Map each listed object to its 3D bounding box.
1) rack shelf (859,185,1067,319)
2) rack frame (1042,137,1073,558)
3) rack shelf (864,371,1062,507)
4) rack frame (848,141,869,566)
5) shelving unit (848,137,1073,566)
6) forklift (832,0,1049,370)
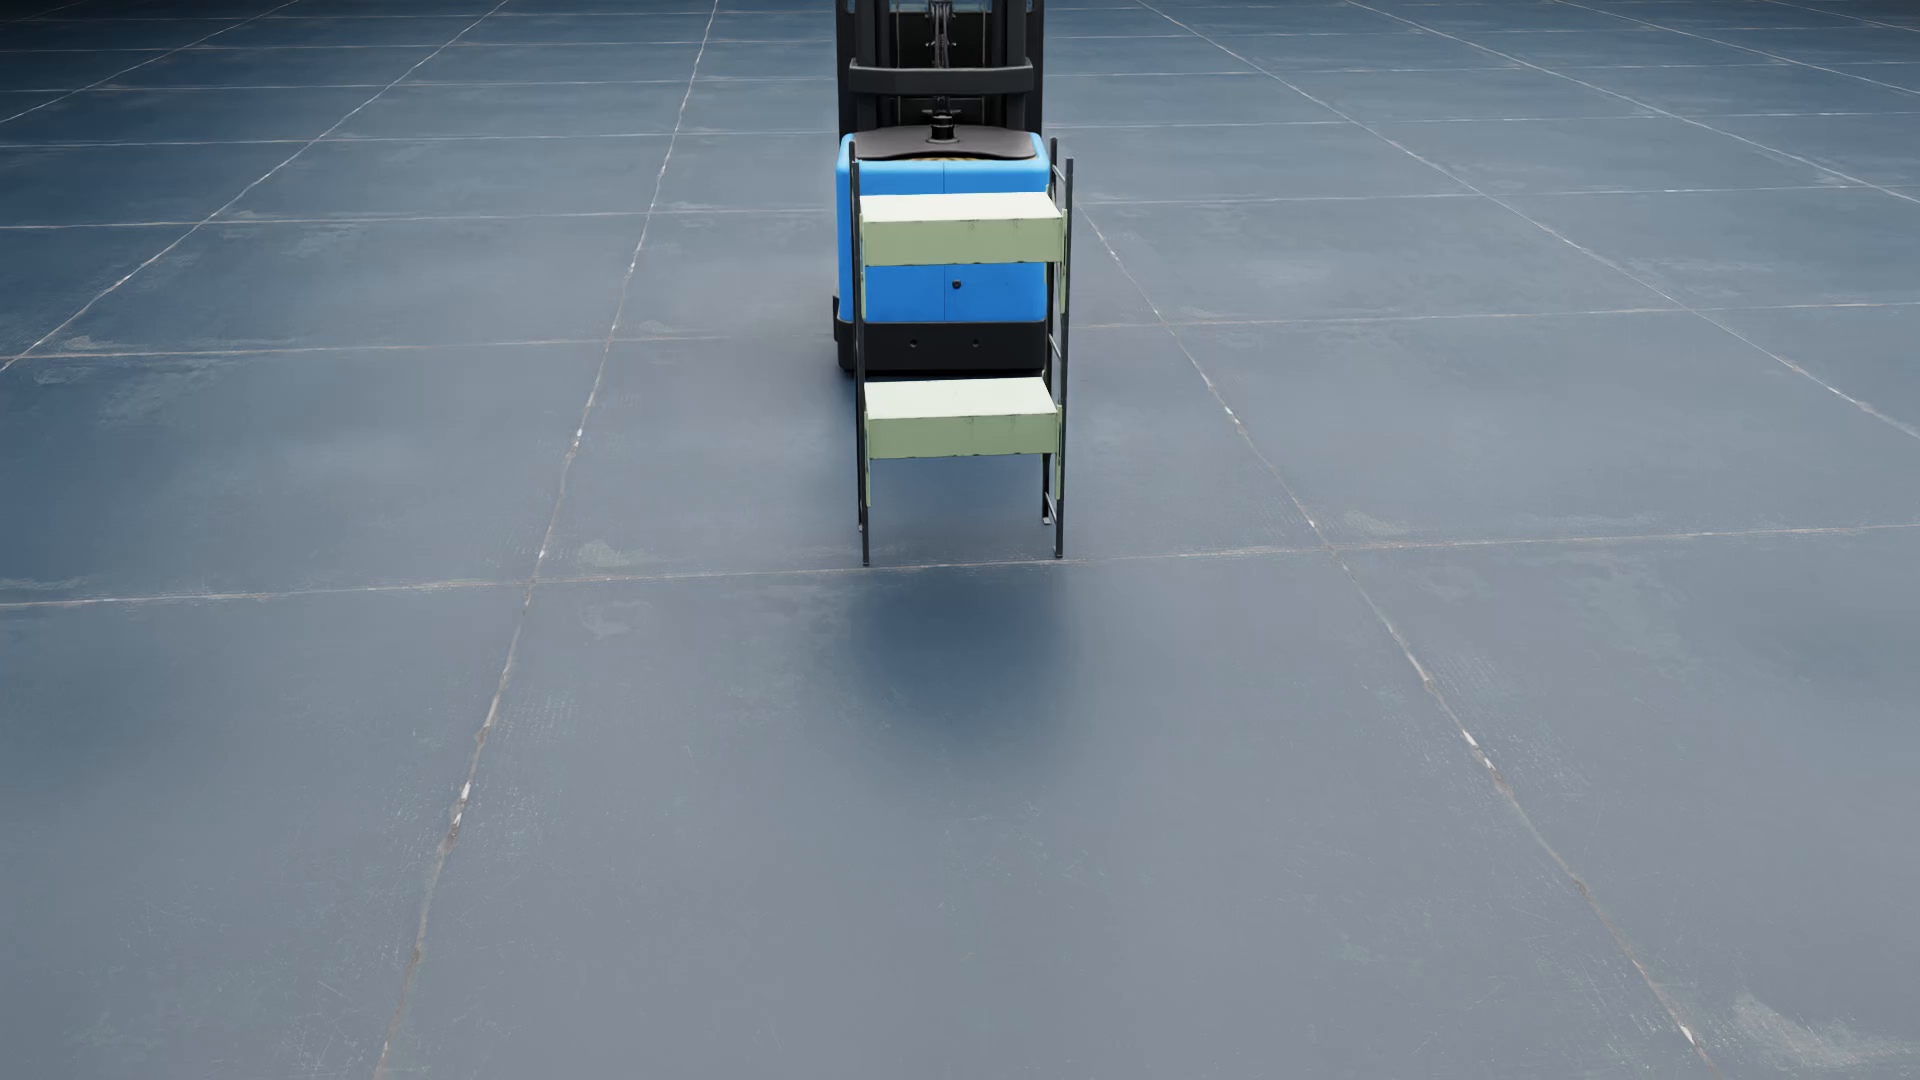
[{"bbox_3d":[-0.007,-1.042,5.979,0.720,0.370,0.431,-2,24,-5],"label":"rack shelf"},{"bbox_3d":[0.358,-0.700,6.170,0.023,1.500,0.400,-2,24,-5],"label":"rack frame"},{"bbox_3d":[-0.007,-0.387,6.270,0.720,0.370,0.431,-2,24,-5],"label":"rack shelf"},{"bbox_3d":[-0.371,-0.670,6.105,0.023,1.500,0.400,-2,24,-5],"label":"rack frame"},{"bbox_3d":[-0.007,-0.685,6.138,0.755,1.500,0.431,-2,24,-5],"label":"shelving unit"},{"bbox_3d":[-0.111,-2.722,8.958,1.130,2.935,3.031,-1,24,-1],"label":"forklift"}]
